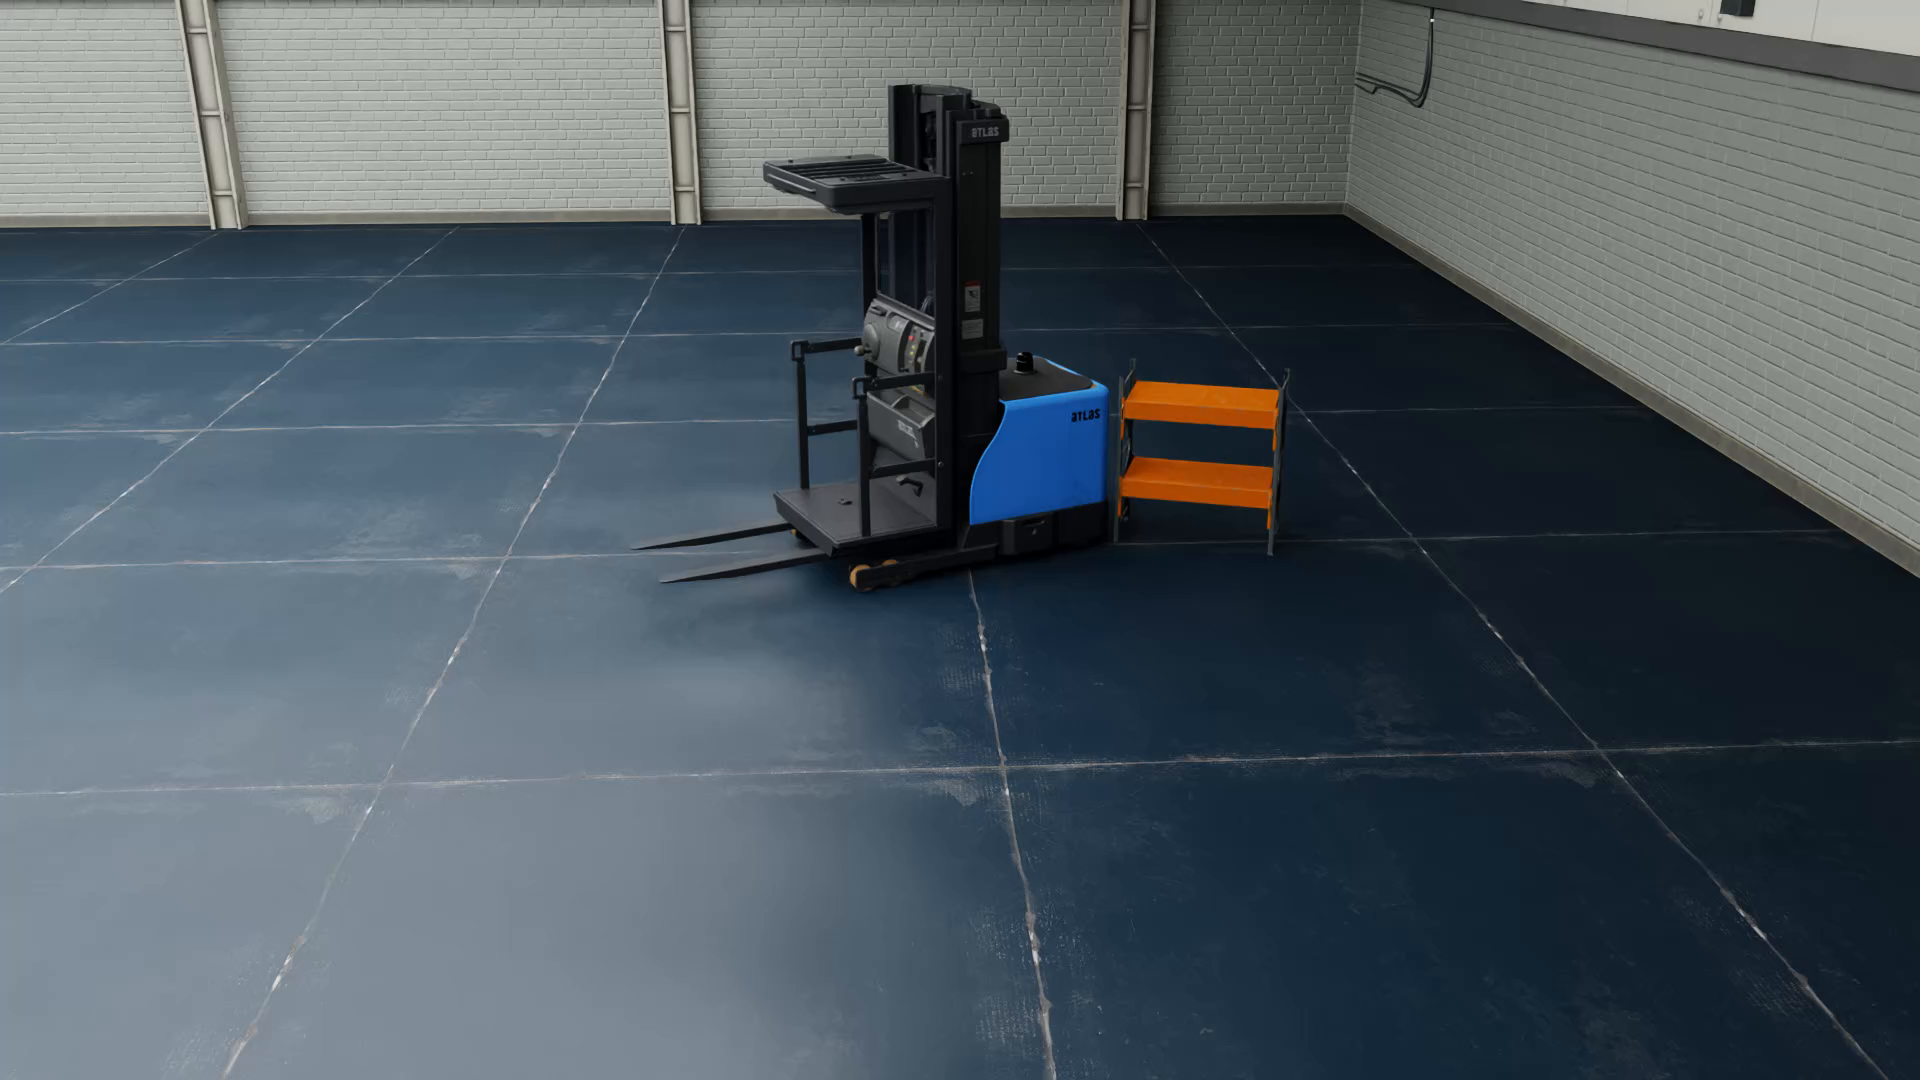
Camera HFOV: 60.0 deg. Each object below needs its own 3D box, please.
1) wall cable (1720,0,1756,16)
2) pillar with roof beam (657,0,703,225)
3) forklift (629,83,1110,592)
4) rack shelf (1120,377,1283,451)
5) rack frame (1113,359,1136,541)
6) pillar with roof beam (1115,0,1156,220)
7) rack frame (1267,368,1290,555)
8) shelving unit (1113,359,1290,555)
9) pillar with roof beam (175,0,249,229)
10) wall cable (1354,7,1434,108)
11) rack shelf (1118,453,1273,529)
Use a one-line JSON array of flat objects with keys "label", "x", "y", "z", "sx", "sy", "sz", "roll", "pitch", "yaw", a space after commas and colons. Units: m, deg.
[{"label": "wall cable", "x": 5.874, "y": -6.397, "z": 10.497, "sx": 0.169, "sy": 6.003, "sz": 2.305, "roll": -1, "pitch": 21, "yaw": -3}, {"label": "pillar with roof beam", "x": -3.413, "y": -6.939, "z": 16.700, "sx": 0.400, "sy": 9.000, "sz": 9.100, "roll": -1, "pitch": 21, "yaw": -3}, {"label": "forklift", "x": -0.570, "y": -1.262, "z": 10.317, "sx": 3.031, "sy": 2.935, "sz": 1.130, "roll": -10, "pitch": 23, "yaw": -25}, {"label": "rack shelf", "x": 1.595, "y": -0.833, "z": 10.906, "sx": 1.000, "sy": 0.278, "sz": 0.538, "roll": 5, "pitch": 21, "yaw": 14}, {"label": "rack frame", "x": 1.103, "y": -0.605, "z": 11.130, "sx": 0.032, "sy": 1.125, "sz": 0.500, "roll": 5, "pitch": 21, "yaw": 14}, {"label": "pillar with roof beam", "x": 2.577, "y": -7.061, "z": 17.021, "sx": 0.400, "sy": 9.000, "sz": 9.100, "roll": -1, "pitch": 21, "yaw": -3}, {"label": "rack frame", "x": 2.086, "y": -0.514, "z": 10.889, "sx": 0.032, "sy": 1.125, "sz": 0.500, "roll": 5, "pitch": 21, "yaw": 14}, {"label": "shelving unit", "x": 1.595, "y": -0.560, "z": 11.010, "sx": 1.048, "sy": 1.125, "sz": 0.538, "roll": 5, "pitch": 21, "yaw": 14}, {"label": "pillar with roof beam", "x": -9.403, "y": -6.817, "z": 16.380, "sx": 0.400, "sy": 9.000, "sz": 9.100, "roll": -1, "pitch": 21, "yaw": -3}, {"label": "wall cable", "x": 5.348, "y": -6.729, "z": 20.513, "sx": 0.112, "sy": 2.526, "sz": 3.097, "roll": -1, "pitch": 21, "yaw": -3}, {"label": "rack shelf", "x": 1.595, "y": -0.331, "z": 11.097, "sx": 1.000, "sy": 0.278, "sz": 0.538, "roll": 5, "pitch": 21, "yaw": 14}]
